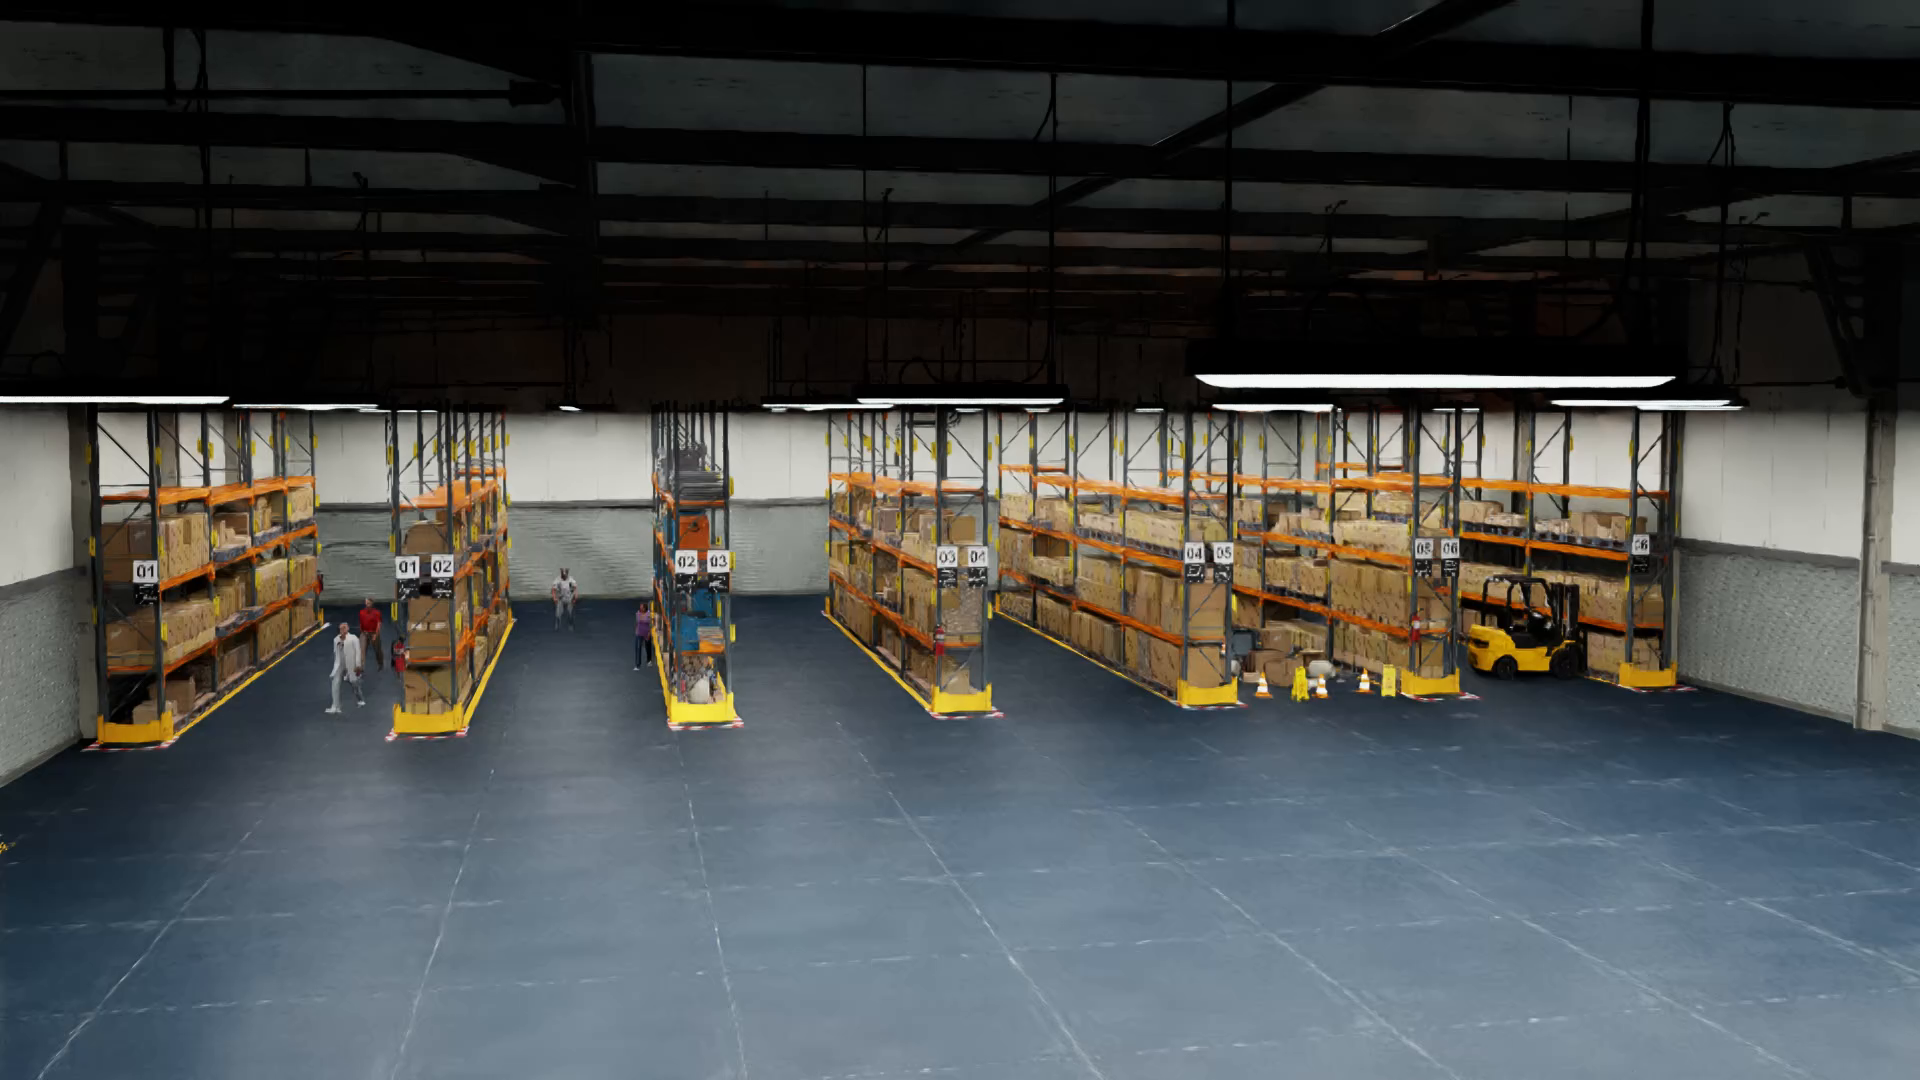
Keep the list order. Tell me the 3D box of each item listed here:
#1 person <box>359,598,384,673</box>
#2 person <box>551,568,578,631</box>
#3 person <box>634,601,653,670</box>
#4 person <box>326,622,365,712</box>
[{"bbox_3d":[-13.071,2.100,36.866,0.533,1.658,1.040,0,4,-3],"label":"person"},{"bbox_3d":[-10.452,1.562,43.939,0.666,1.715,0.542,-1,4,-14],"label":"person"},{"bbox_3d":[-7.097,2.132,37.369,0.407,1.525,0.962,0,4,-3],"label":"person"},{"bbox_3d":[-11.828,2.435,32.118,0.616,1.736,1.016,0,4,5],"label":"person"}]
